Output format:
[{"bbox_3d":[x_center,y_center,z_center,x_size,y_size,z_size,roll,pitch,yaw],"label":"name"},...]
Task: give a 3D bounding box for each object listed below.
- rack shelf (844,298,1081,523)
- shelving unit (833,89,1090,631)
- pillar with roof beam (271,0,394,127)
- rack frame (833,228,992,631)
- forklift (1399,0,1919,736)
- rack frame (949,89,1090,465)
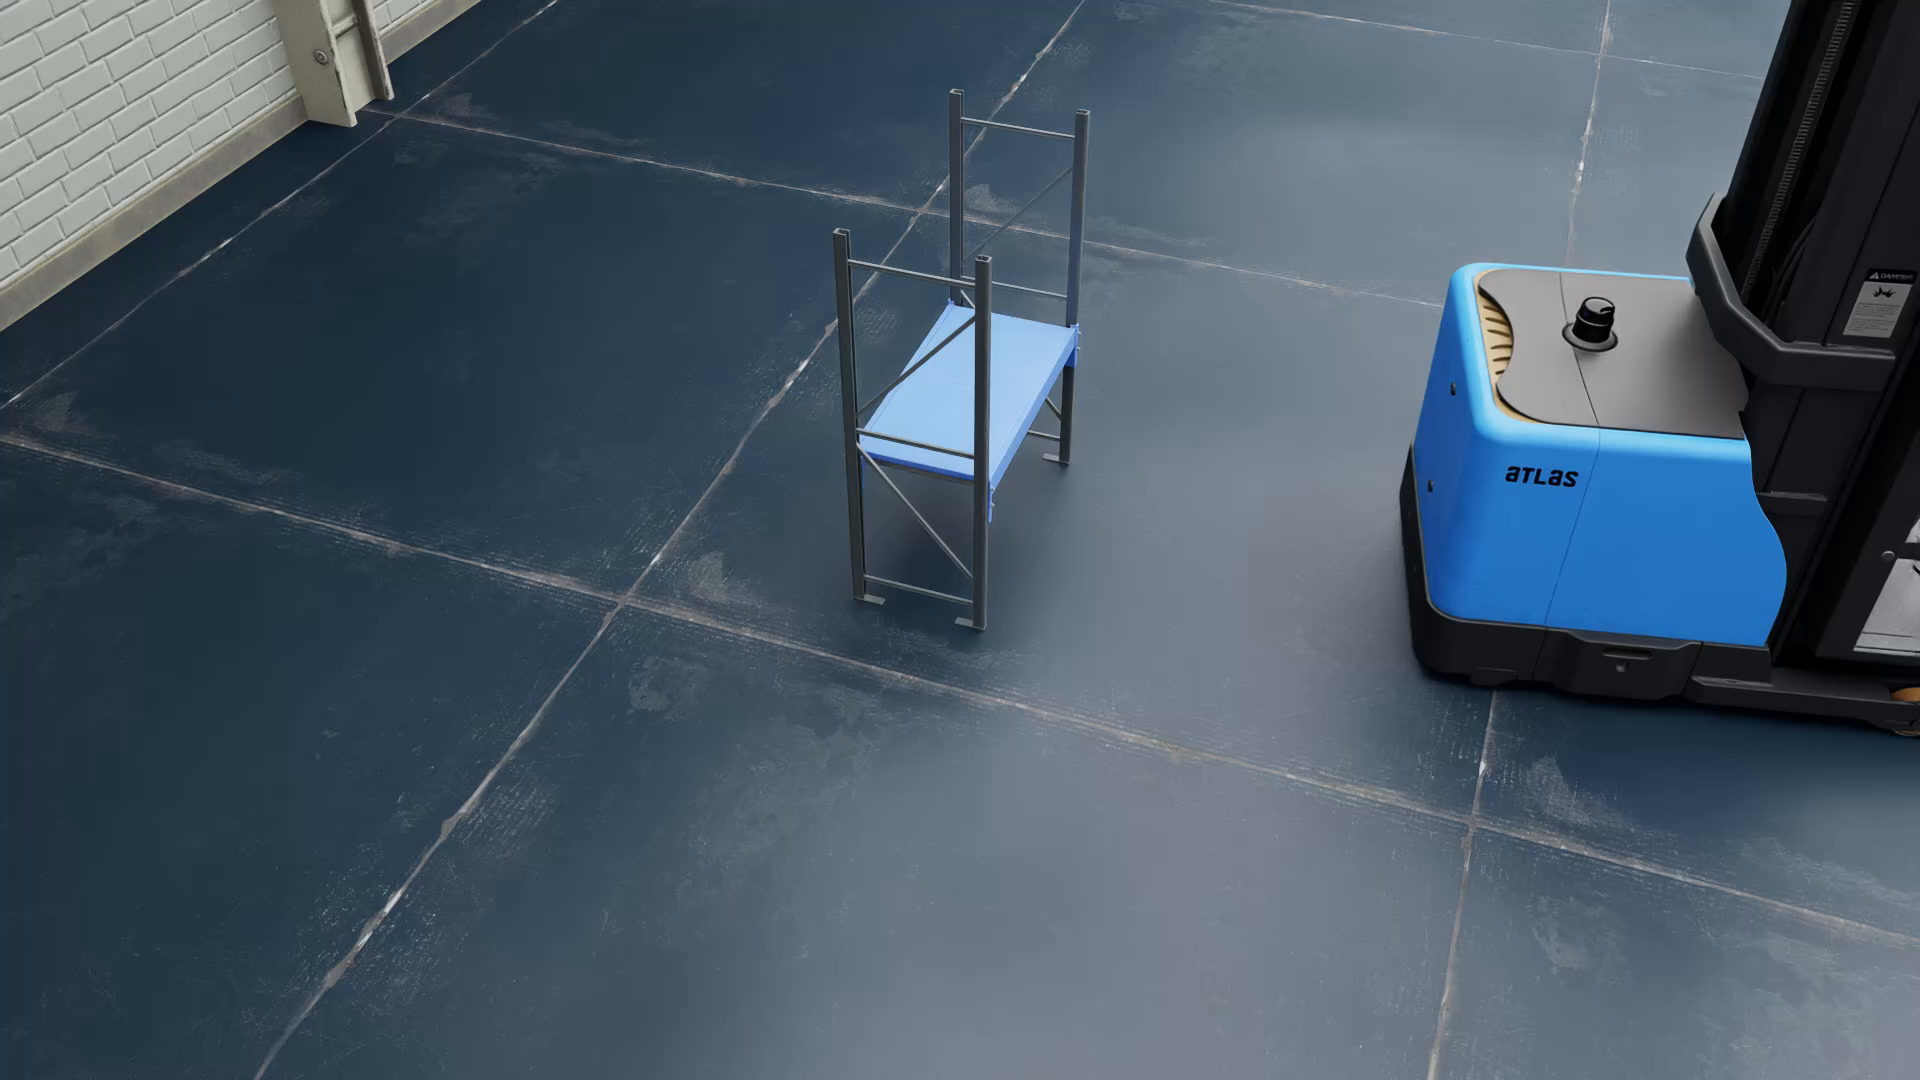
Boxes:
[{"bbox_3d":[0.029,-0.486,5.941,0.538,0.185,1.000,13,42,15],"label":"rack shelf"},{"bbox_3d":[0.029,-0.623,5.824,0.538,1.500,1.048,13,42,15],"label":"shelving unit"},{"bbox_3d":[0.743,-4.810,4.954,9.100,9.000,0.400,13,42,15],"label":"pillar with roof beam"},{"bbox_3d":[-0.145,-0.313,5.461,0.500,1.500,0.032,13,42,15],"label":"rack frame"},{"bbox_3d":[3.114,-0.820,4.953,3.031,2.935,1.130,5,41,6],"label":"forklift"},{"bbox_3d":[0.203,-0.933,6.188,0.500,1.500,0.032,13,42,15],"label":"rack frame"}]
